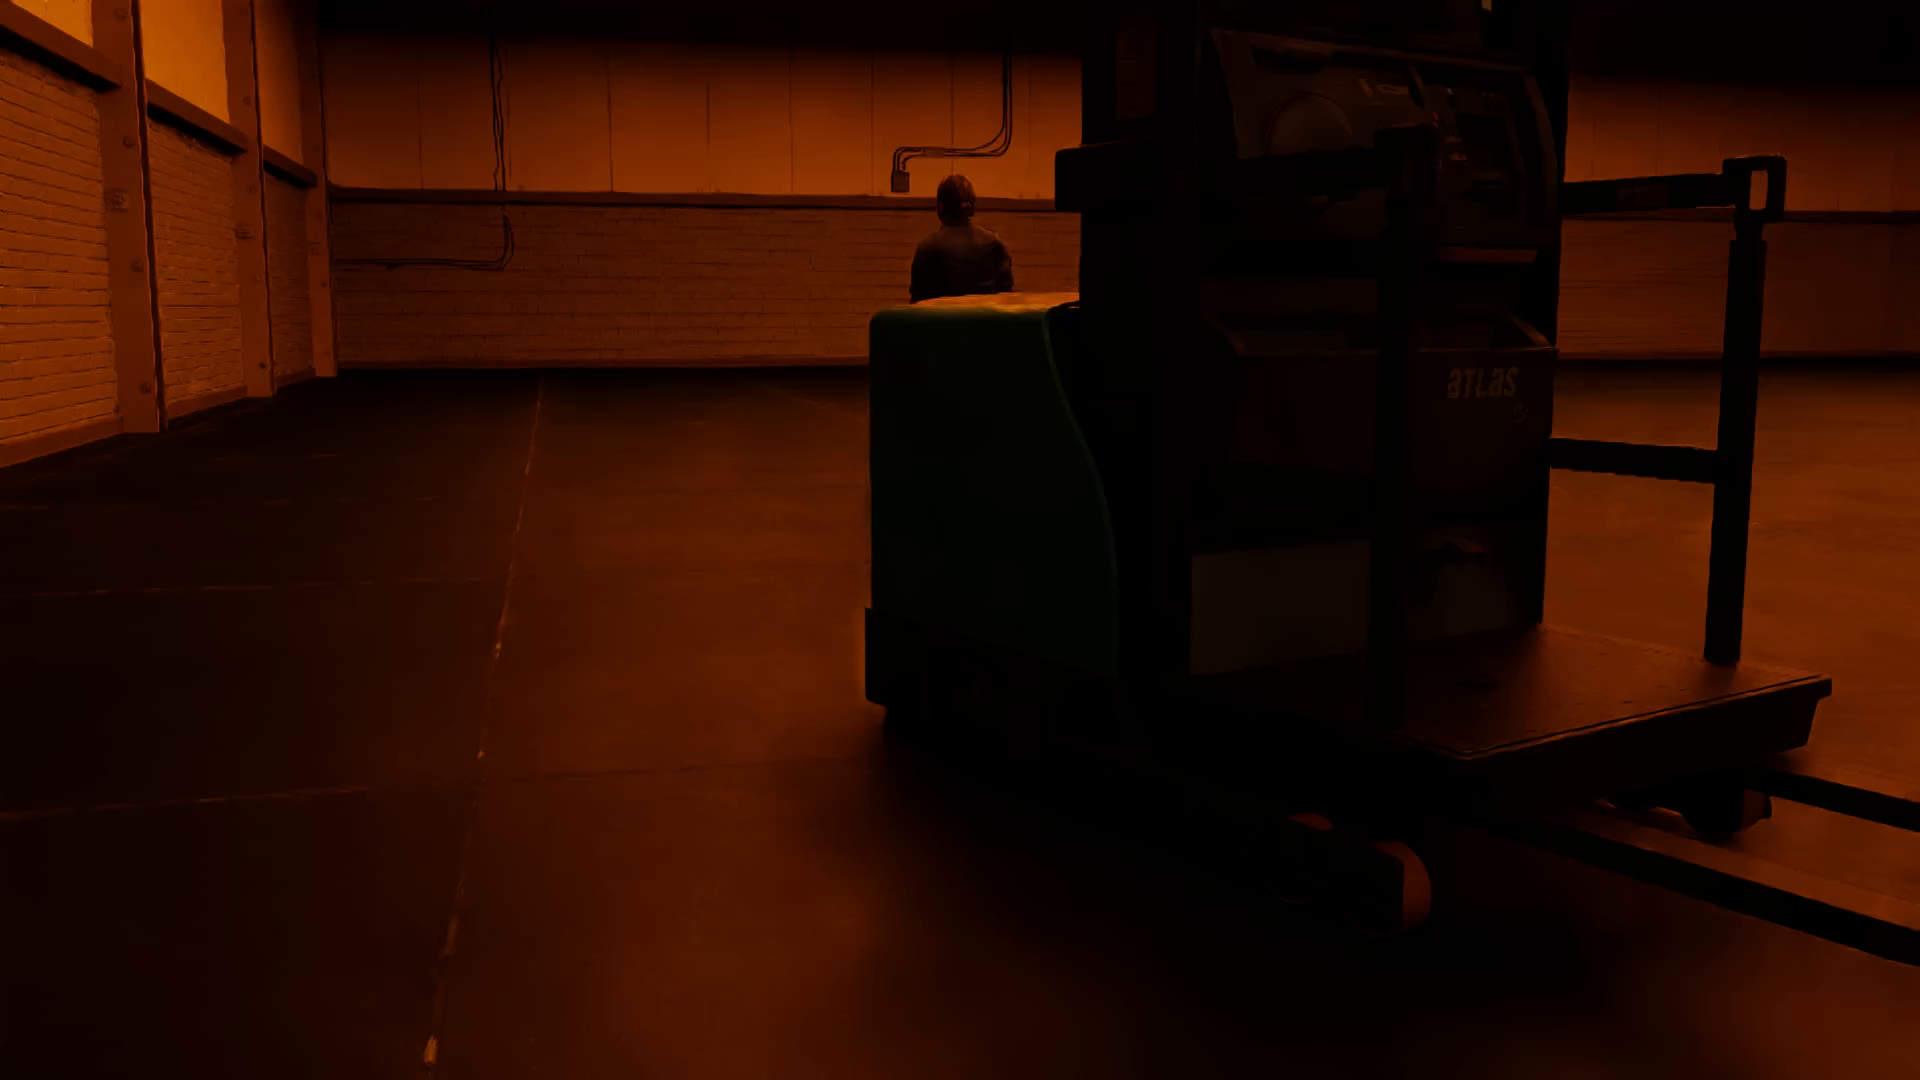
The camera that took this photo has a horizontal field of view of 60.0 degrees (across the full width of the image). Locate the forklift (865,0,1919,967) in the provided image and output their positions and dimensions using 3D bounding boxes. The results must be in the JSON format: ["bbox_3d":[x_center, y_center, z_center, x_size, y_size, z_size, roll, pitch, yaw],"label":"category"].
[{"bbox_3d":[0.990,-0.845,3.175,1.130,2.935,3.031,-5,10,-33],"label":"forklift"}]

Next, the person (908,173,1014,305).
[{"bbox_3d":[-0.001,-0.832,7.681,0.570,1.641,0.503,-2,8,-13],"label":"person"}]
